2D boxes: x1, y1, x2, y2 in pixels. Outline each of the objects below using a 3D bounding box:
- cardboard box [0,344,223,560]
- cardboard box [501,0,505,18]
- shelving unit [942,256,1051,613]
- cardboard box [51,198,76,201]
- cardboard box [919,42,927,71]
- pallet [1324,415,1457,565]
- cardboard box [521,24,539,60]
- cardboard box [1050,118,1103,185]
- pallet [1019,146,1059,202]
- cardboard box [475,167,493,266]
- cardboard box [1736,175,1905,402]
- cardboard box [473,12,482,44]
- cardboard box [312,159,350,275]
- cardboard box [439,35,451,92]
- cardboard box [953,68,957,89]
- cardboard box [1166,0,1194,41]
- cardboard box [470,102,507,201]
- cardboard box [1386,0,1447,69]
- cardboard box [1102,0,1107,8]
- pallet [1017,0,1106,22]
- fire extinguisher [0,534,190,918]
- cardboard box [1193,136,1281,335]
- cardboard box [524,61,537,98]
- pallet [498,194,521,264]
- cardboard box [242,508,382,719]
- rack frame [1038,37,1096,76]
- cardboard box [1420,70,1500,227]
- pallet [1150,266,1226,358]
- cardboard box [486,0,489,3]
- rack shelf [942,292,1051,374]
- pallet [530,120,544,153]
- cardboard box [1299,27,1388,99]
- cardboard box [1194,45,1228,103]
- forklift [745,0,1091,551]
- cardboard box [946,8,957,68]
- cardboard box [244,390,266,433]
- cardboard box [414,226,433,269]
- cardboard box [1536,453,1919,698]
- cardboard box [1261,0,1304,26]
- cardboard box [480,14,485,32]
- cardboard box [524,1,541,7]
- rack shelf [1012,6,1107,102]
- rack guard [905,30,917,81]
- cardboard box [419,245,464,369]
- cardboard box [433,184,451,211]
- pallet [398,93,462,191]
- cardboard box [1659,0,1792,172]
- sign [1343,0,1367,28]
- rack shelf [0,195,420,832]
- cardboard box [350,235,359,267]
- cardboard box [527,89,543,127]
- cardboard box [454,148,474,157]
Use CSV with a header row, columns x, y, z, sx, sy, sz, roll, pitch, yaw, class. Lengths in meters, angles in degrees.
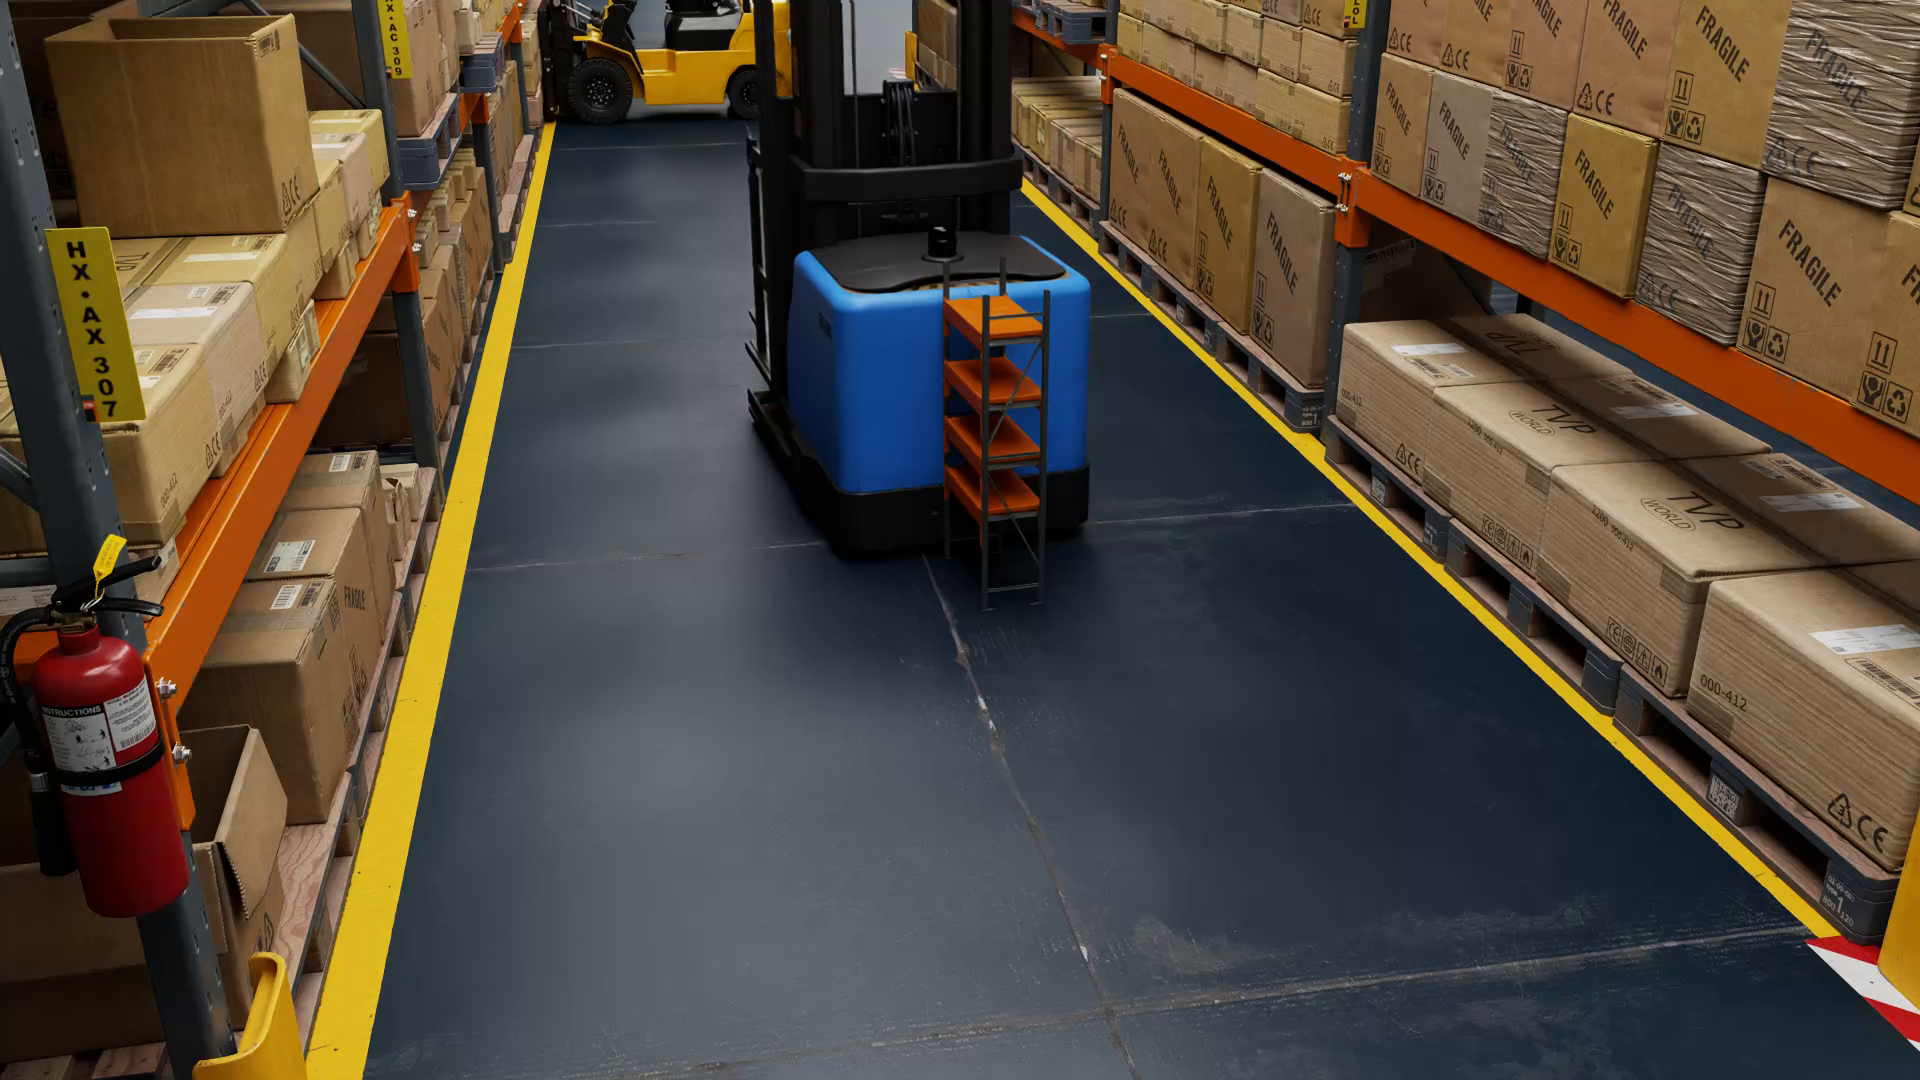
x,y,z,sx,sy,sz,roll,pitch,yaw,class
-1.766,-0.177,3.223,0.500,0.250,0.500,-4,24,-9,cardboard box
-3.655,-3.988,12.321,0.500,0.250,0.500,-4,24,-9,cardboard box
0.124,-0.391,6.146,0.258,1.200,0.503,-7,25,-15,shelving unit
-2.667,-0.937,4.963,0.500,0.250,0.500,-4,24,-9,cardboard box
-0.151,-5.168,17.745,0.500,0.250,0.500,-5,24,-10,cardboard box
2.255,-0.270,7.105,1.003,0.211,1.213,-4,24,-10,pallet
-4.031,-4.437,14.822,0.500,0.250,0.500,-4,24,-10,cardboard box
1.212,-2.927,12.463,0.950,0.372,0.625,-5,24,-11,cardboard box
1.086,-2.935,13.206,1.003,0.211,1.213,-4,24,-10,pallet
-3.137,-1.954,10.075,0.500,0.500,0.500,-4,24,-8,cardboard box
2.503,-0.694,4.466,0.500,0.500,0.500,-5,24,-11,cardboard box
-2.928,-2.905,9.442,0.380,0.149,0.250,-4,24,-9,cardboard box
-2.166,-0.976,5.053,0.500,0.250,0.500,-4,24,-10,cardboard box
-2.566,-2.190,7.659,0.396,0.266,0.258,-3,24,-7,cardboard box
0.230,-4.353,15.881,0.500,0.250,0.500,-5,24,-11,cardboard box
1.477,-2.969,9.362,0.500,0.250,0.500,-4,24,-10,cardboard box
-3.656,-2.664,11.545,0.875,0.625,0.625,-4,24,-8,cardboard box
2.041,-2.152,6.555,0.500,0.500,0.500,-4,24,-9,cardboard box
1.160,-3.615,11.069,0.380,0.149,0.250,-3,24,-8,cardboard box
1.045,-4.114,12.661,1.003,0.211,1.213,-4,24,-10,pallet
-1.465,0.319,2.834,0.296,0.674,0.183,-4,24,-10,fire extinguisher
1.823,-1.664,8.943,0.875,0.875,0.875,-4,24,-8,cardboard box
-3.952,-4.005,14.459,0.500,0.250,0.500,-4,24,-10,cardboard box
-3.540,-2.106,11.309,1.003,0.211,1.213,-4,24,-10,pallet
-2.086,0.240,5.051,0.500,0.500,0.500,-4,24,-9,cardboard box
0.712,-5.000,14.450,1.000,3.000,0.127,-4,24,-10,rack frame
2.110,-1.497,6.304,0.500,0.500,0.500,-4,24,-9,cardboard box
1.745,-1.354,9.586,1.003,0.211,1.213,-4,24,-10,pallet
-3.359,-3.607,10.825,0.500,0.250,0.500,-4,24,-8,cardboard box
0.124,-0.751,5.989,0.258,0.148,0.480,-7,25,-15,rack shelf
-4.272,-3.669,14.887,1.003,0.211,1.213,-4,24,-10,pallet
1.871,-2.169,7.531,0.500,0.250,0.500,-4,24,-10,cardboard box
1.593,-2.545,9.017,0.500,0.250,0.500,-4,24,-10,cardboard box
-0.390,-1.864,7.356,1.130,2.935,3.031,-7,25,-15,forklift
0.147,-4.889,16.170,0.500,0.500,0.500,-3,24,-7,cardboard box
-1.954,-0.351,4.119,0.380,0.149,0.250,-4,24,-9,cardboard box
-2.751,-1.400,7.996,0.380,0.149,0.250,-4,24,-10,cardboard box
2.533,0.091,5.471,0.875,0.438,0.875,-4,24,-8,cardboard box
1.759,-2.717,7.849,0.500,0.500,0.500,-4,24,-9,cardboard box
-3.268,-3.181,10.474,0.500,0.250,0.500,-4,24,-10,cardboard box
-4.413,-5.236,16.653,0.500,0.250,0.500,-4,24,-9,cardboard box
1.082,-3.883,12.792,1.077,0.370,4.000,-4,24,-10,rack shelf
-0.014,-5.398,18.484,1.175,0.500,0.348,-4,24,-10,rack guard
-2.751,-1.143,8.218,0.500,0.500,0.500,-5,24,-11,cardboard box
-2.949,-1.809,8.932,0.380,0.149,0.250,-5,24,-11,cardboard box
-2.727,-1.719,7.177,1.003,0.211,1.213,-4,24,-10,pallet
2.394,-1.354,4.728,0.500,0.500,0.500,-4,24,-10,cardboard box
1.660,-2.303,6.928,0.100,0.325,0.005,-4,24,-10,sign
-2.317,-0.368,4.743,1.077,0.370,4.000,-4,24,-10,rack shelf
-2.216,-0.956,5.505,0.380,0.149,0.250,-4,24,-8,cardboard box
-3.930,-3.778,14.563,0.500,0.250,0.500,-4,24,-9,cardboard box
-3.086,-2.226,9.887,0.380,0.149,0.250,-5,24,-12,cardboard box
